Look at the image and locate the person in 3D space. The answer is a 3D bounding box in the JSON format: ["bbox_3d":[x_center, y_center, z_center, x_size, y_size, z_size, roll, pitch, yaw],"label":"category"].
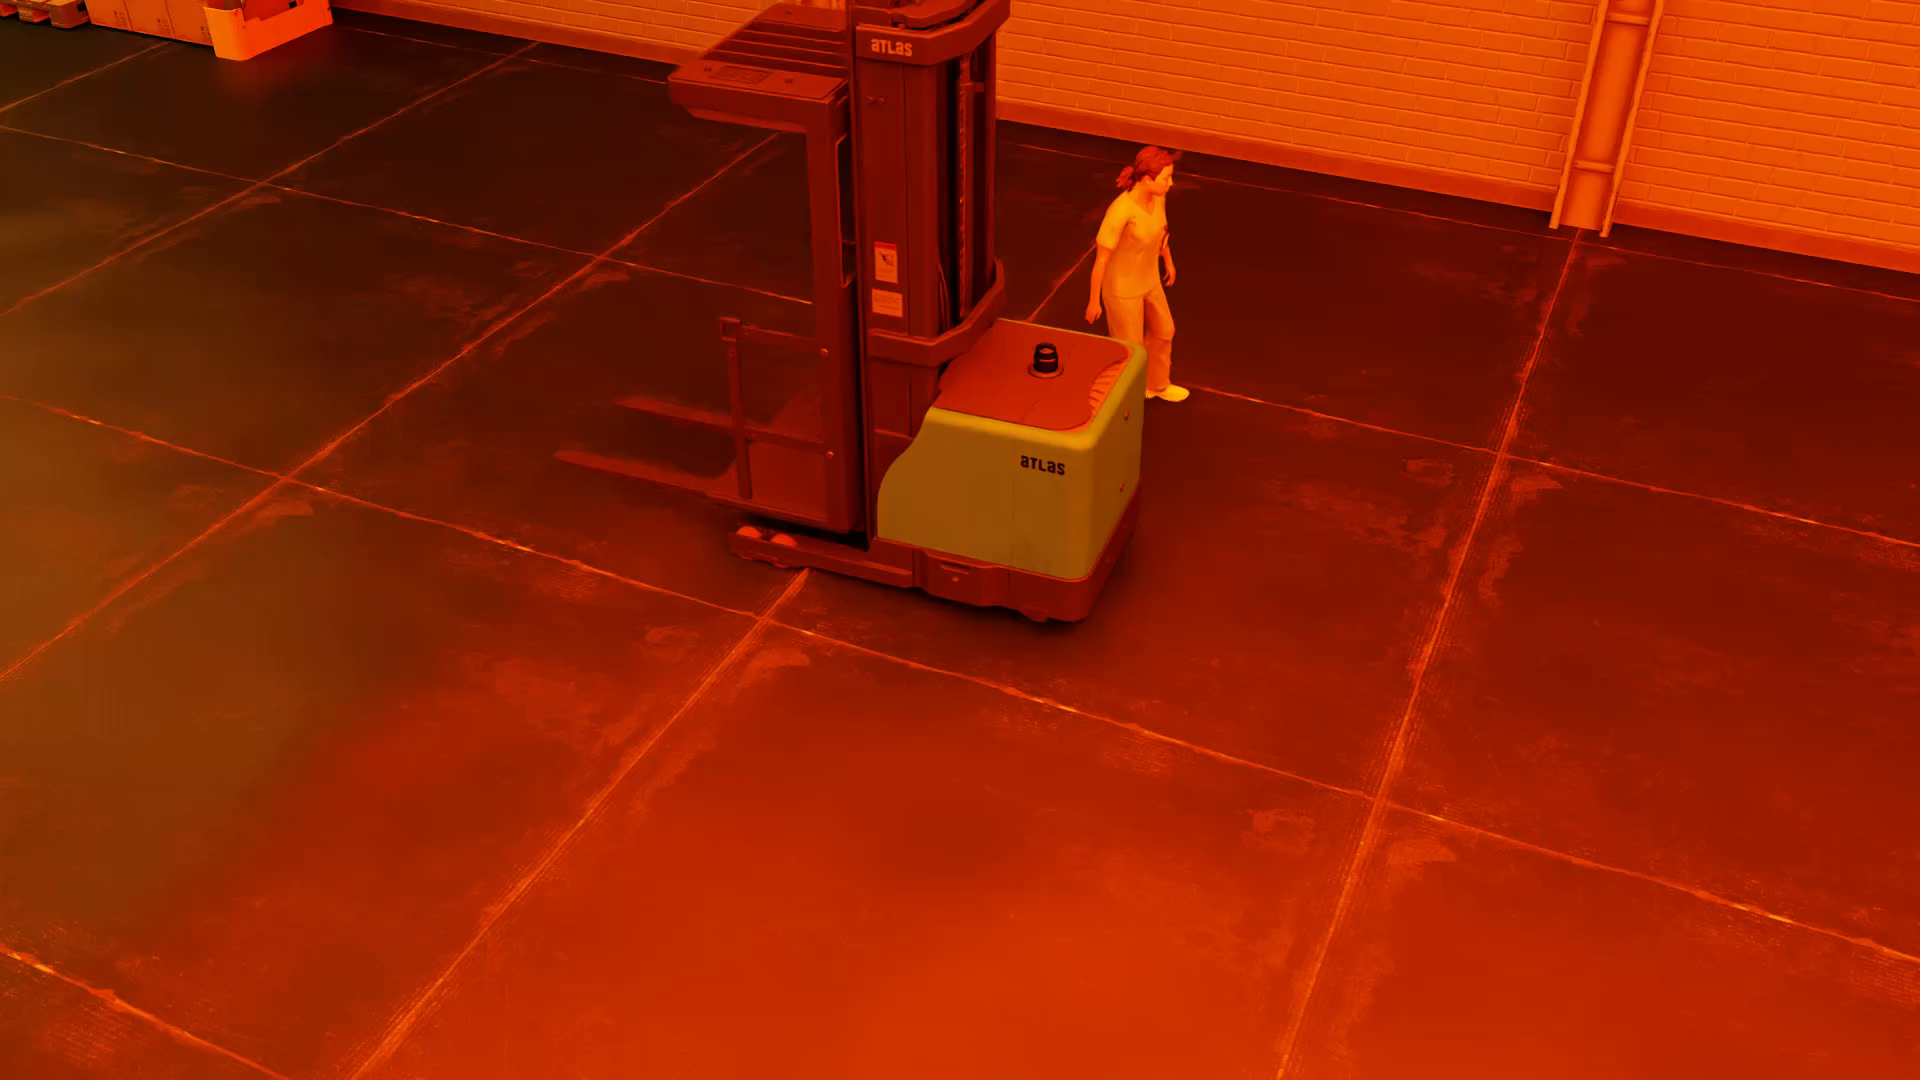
[{"bbox_3d":[0.984,-1.404,9.166,0.366,1.648,0.745,25,42,31],"label":"person"}]

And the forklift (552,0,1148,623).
[{"bbox_3d":[-0.642,-1.325,7.945,3.031,2.935,1.130,13,37,17],"label":"forklift"}]
